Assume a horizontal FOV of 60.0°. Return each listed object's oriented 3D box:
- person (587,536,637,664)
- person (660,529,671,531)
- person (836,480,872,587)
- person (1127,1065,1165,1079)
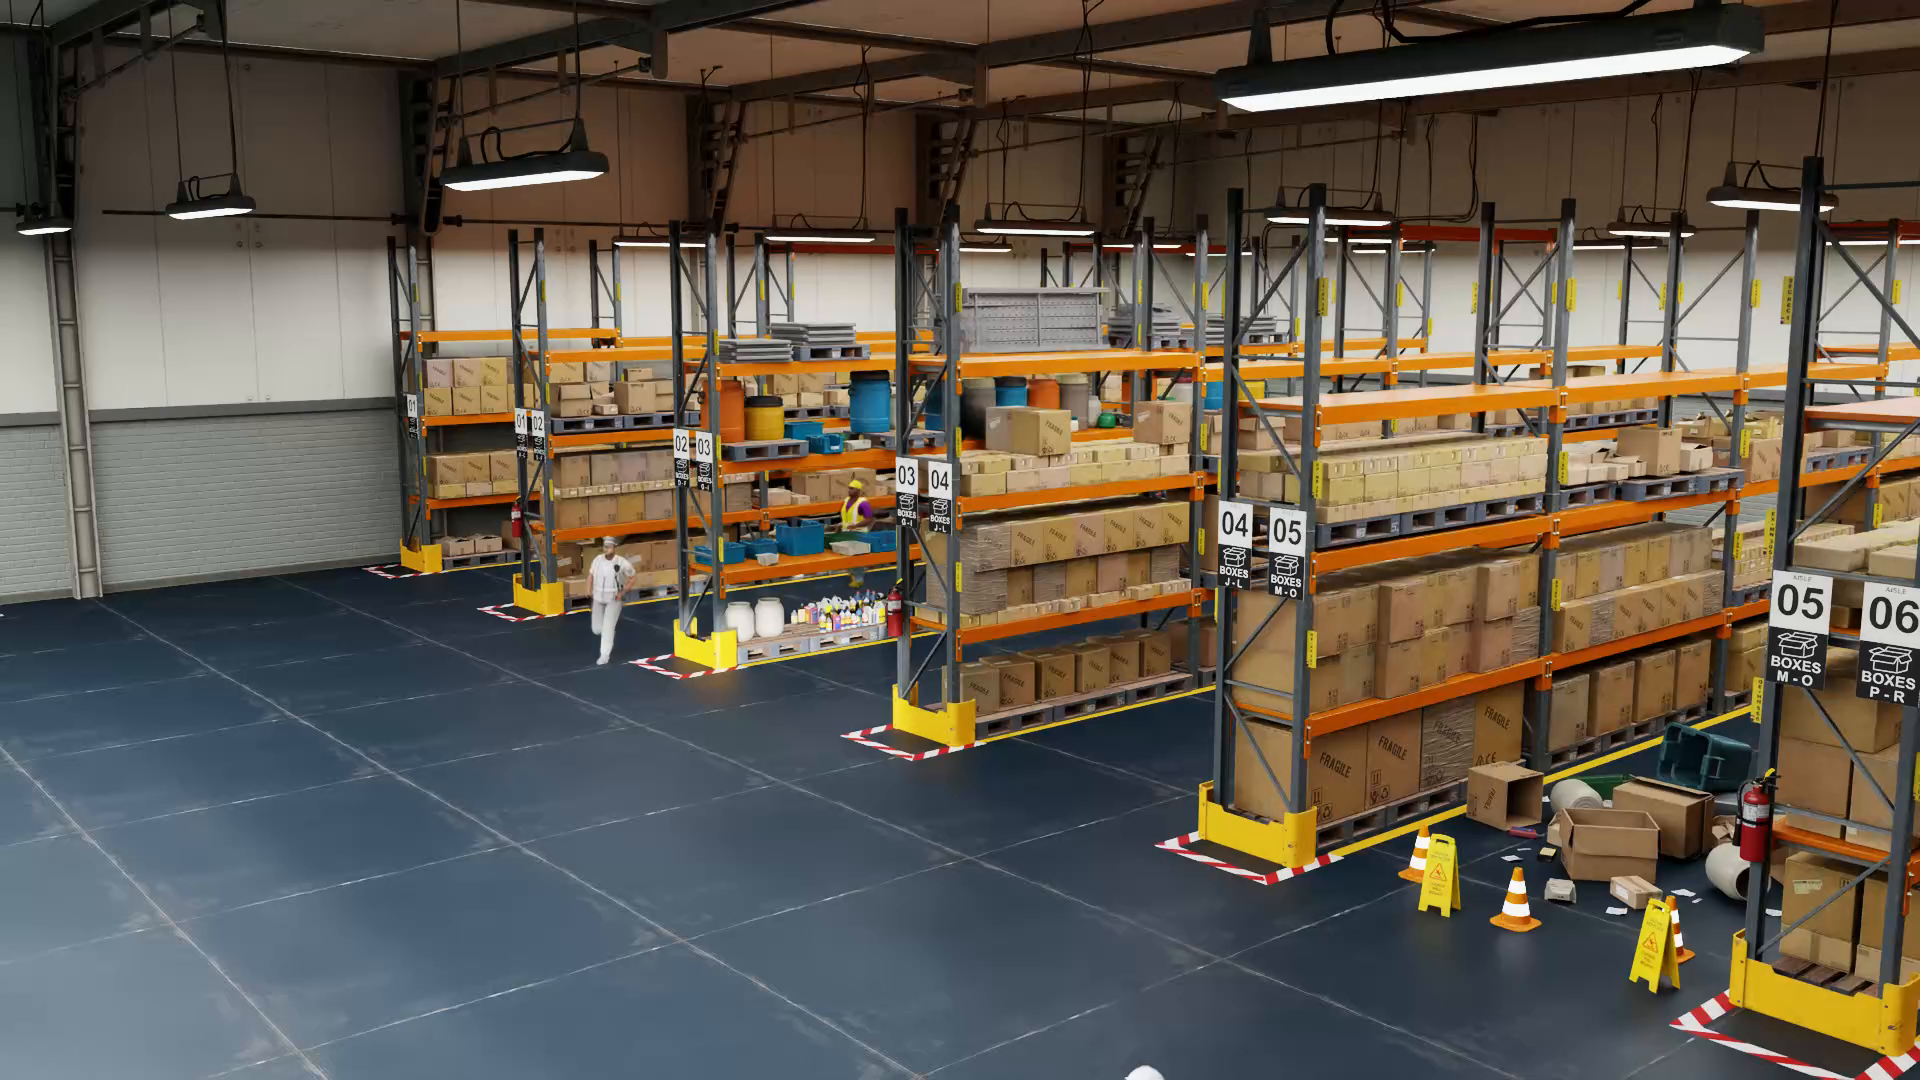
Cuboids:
[{"bbox_3d":[-4.806,0.797,22.978,0.682,1.760,0.705,2,9,11],"label":"person"},{"bbox_3d":[-5.288,-0.264,29.998,0.614,1.673,0.659,-8,12,-43],"label":"person"},{"bbox_3d":[-1.748,-0.099,26.851,0.698,1.735,0.545,7,11,39],"label":"person"},{"bbox_3d":[0.792,3.188,7.356,0.678,1.742,0.678,0,9,-1],"label":"person"}]
